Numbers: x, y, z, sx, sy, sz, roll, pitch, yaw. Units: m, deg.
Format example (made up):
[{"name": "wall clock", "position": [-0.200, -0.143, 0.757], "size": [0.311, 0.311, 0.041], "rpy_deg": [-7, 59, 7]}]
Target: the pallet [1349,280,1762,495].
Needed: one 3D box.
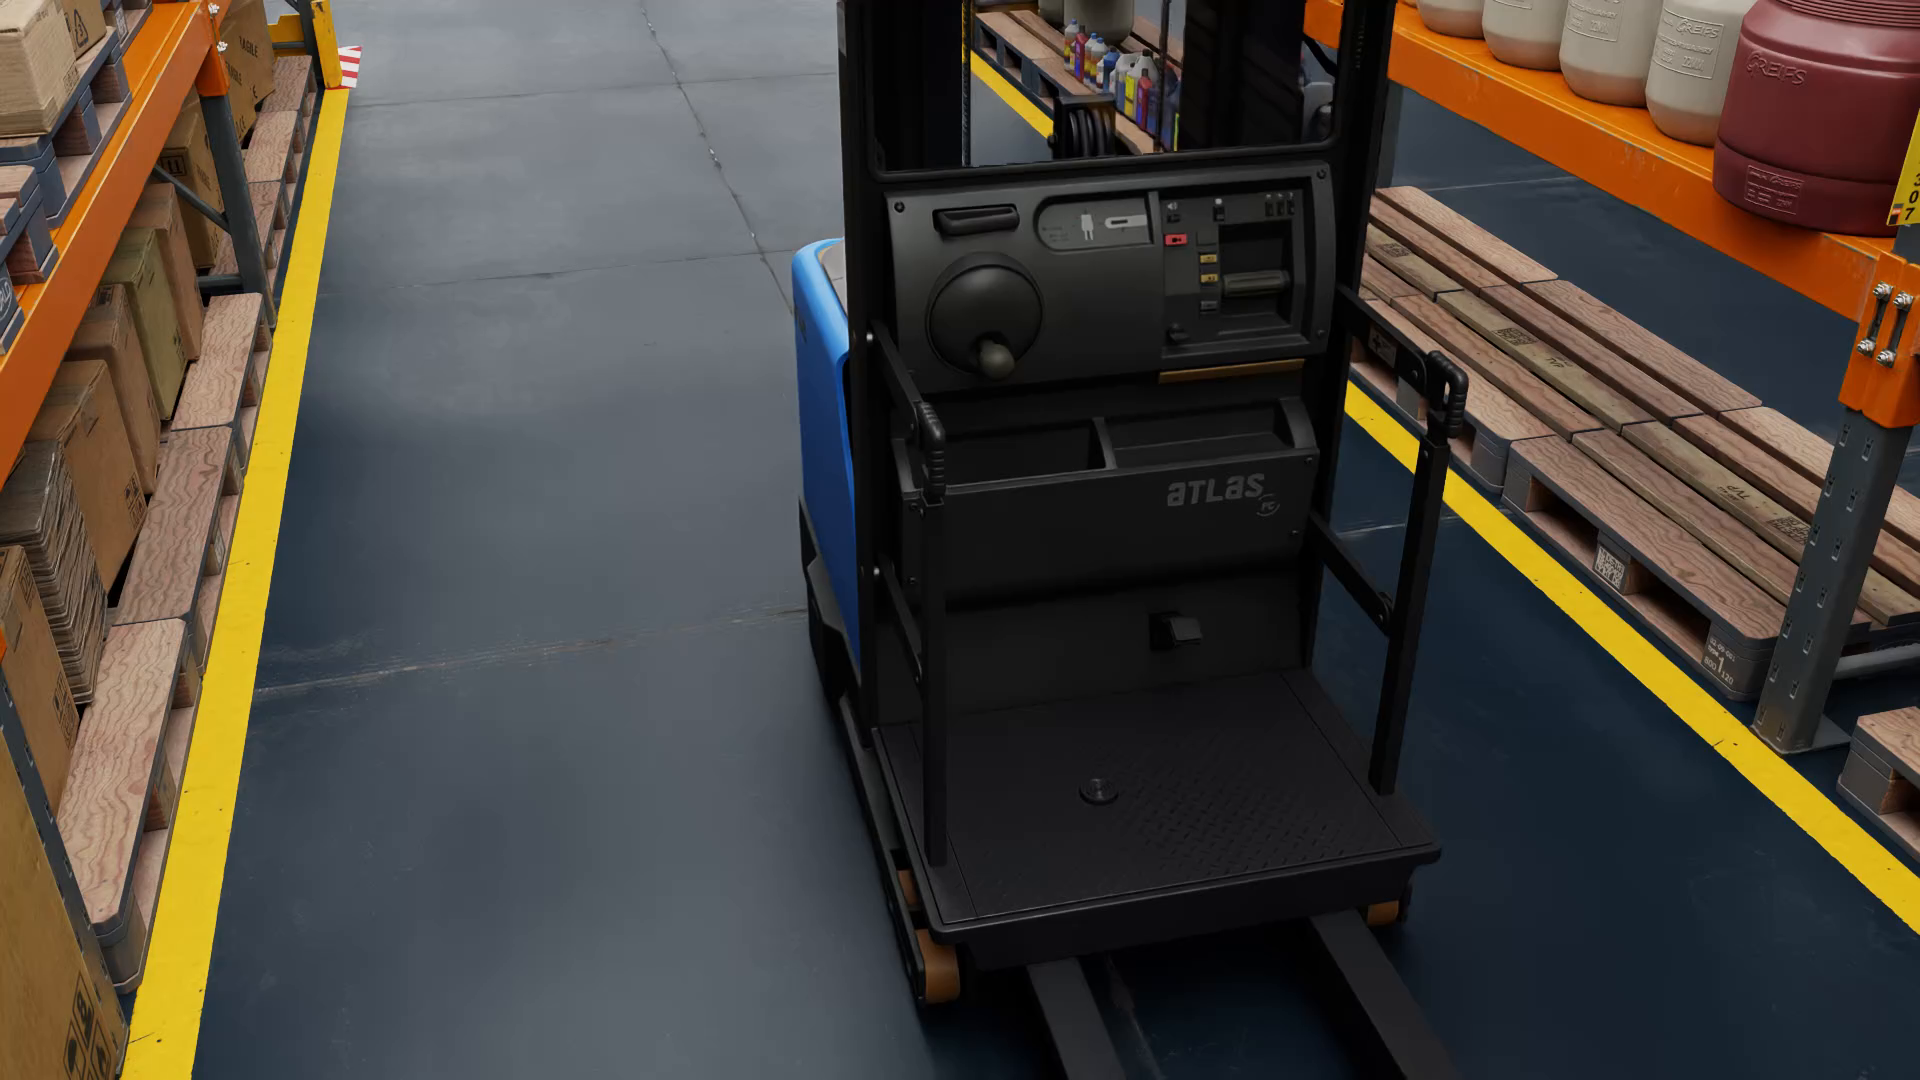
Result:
[{"name": "pallet", "position": [2.089, -0.592, 6.063], "size": [1.003, 0.211, 1.213], "rpy_deg": [-8, 31, -13]}]

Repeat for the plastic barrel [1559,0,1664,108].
[{"name": "plastic barrel", "position": [1.987, -1.552, 4.826], "size": [0.421, 0.512, 0.421], "rpy_deg": [0, 30, 0]}]

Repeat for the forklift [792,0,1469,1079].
[{"name": "forklift", "position": [0.368, -0.492, 3.174], "size": [1.130, 2.935, 3.031], "rpy_deg": [-7, 31, -12]}]

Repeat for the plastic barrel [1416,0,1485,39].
[{"name": "plastic barrel", "position": [1.753, -1.977, 5.536], "size": [0.433, 0.535, 0.433], "rpy_deg": [0, 30, 0]}]

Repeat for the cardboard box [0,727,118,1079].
[{"name": "cardboard box", "position": [-2.035, 0.901, 2.402], "size": [1.225, 0.875, 0.875], "rpy_deg": [-9, 31, -16]}]

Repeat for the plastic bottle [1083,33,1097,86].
[{"name": "plastic bottle", "position": [0.726, -2.623, 9.071], "size": [0.097, 0.271, 0.097], "rpy_deg": [0, 30, 0]}]

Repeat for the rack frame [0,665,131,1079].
[{"name": "rack frame", "position": [-2.198, -0.173, 2.555], "size": [1.000, 3.000, 0.127], "rpy_deg": [-8, 31, -13]}]

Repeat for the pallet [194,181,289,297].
[{"name": "pallet", "position": [-3.472, -1.218, 7.144], "size": [1.003, 0.211, 1.213], "rpy_deg": [-8, 31, -13]}]

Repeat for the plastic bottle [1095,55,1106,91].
[{"name": "plastic bottle", "position": [0.779, -2.496, 8.923], "size": [0.097, 0.201, 0.097], "rpy_deg": [0, 30, 0]}]

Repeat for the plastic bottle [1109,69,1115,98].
[{"name": "plastic bottle", "position": [0.833, -2.397, 8.751], "size": [0.097, 0.201, 0.097], "rpy_deg": [0, 30, 0]}]

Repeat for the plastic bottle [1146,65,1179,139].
[{"name": "plastic bottle", "position": [1.016, -2.173, 8.215], "size": [0.144, 0.351, 0.185], "rpy_deg": [-9, 31, -16]}]

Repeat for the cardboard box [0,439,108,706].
[{"name": "cardboard box", "position": [-2.555, 0.131, 4.086], "size": [0.700, 0.500, 0.500], "rpy_deg": [-10, 32, -17]}]

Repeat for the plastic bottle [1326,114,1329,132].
[{"name": "plastic bottle", "position": [1.827, -2.004, 8.073], "size": [0.097, 0.201, 0.097], "rpy_deg": [0, 30, 0]}]

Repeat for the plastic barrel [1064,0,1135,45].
[{"name": "plastic barrel", "position": [0.835, -3.251, 9.937], "size": [0.421, 0.512, 0.421], "rpy_deg": [0, 30, 0]}]

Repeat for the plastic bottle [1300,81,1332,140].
[{"name": "plastic bottle", "position": [1.742, -2.140, 8.233], "size": [0.152, 0.276, 0.135], "rpy_deg": [-7, 31, -11]}]

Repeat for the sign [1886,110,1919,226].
[{"name": "sign", "position": [2.049, -0.826, 3.520], "size": [0.100, 0.325, 0.005], "rpy_deg": [-8, 31, -13]}]

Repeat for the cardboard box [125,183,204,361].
[{"name": "cardboard box", "position": [-3.117, -0.914, 5.892], "size": [0.700, 0.500, 0.500], "rpy_deg": [-10, 32, -17]}]

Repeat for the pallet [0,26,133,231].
[{"name": "pallet", "position": [-2.763, -1.041, 4.246], "size": [1.003, 0.211, 1.213], "rpy_deg": [-8, 31, -13]}]

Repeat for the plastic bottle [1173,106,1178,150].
[{"name": "plastic bottle", "position": [1.070, -1.967, 7.927], "size": [0.061, 0.283, 0.133], "rpy_deg": [-6, 31, -11]}]

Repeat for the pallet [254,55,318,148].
[{"name": "pallet", "position": [-4.120, -2.397, 9.180], "size": [1.003, 0.211, 1.213], "rpy_deg": [-8, 31, -13]}]

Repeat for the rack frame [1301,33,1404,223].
[{"name": "rack frame", "position": [1.516, -2.764, 7.031], "size": [1.000, 3.000, 0.127], "rpy_deg": [-8, 31, -13]}]

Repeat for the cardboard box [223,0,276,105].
[{"name": "cardboard box", "position": [-3.980, -2.549, 8.736], "size": [0.500, 0.500, 0.500], "rpy_deg": [0, 30, 0]}]

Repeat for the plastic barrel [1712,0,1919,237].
[{"name": "plastic barrel", "position": [2.162, -1.075, 3.976], "size": [0.600, 0.536, 0.708], "rpy_deg": [-8, 31, -13]}]

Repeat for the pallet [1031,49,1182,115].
[{"name": "pallet", "position": [1.050, -2.477, 9.319], "size": [1.003, 0.211, 1.213], "rpy_deg": [-8, 31, -13]}]

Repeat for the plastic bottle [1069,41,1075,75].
[{"name": "plastic bottle", "position": [0.662, -2.708, 9.288], "size": [0.097, 0.201, 0.097], "rpy_deg": [0, 30, 0]}]

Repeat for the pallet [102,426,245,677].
[{"name": "pallet", "position": [-2.724, 0.068, 4.922], "size": [1.003, 0.211, 1.213], "rpy_deg": [-8, 31, -13]}]

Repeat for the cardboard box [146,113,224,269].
[{"name": "cardboard box", "position": [-3.327, -1.404, 6.757], "size": [0.500, 0.500, 0.500], "rpy_deg": [-9, 31, -15]}]

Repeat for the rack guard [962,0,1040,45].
[{"name": "rack guard", "position": [0.519, -3.583, 10.942], "size": [1.175, 0.500, 0.348], "rpy_deg": [-8, 31, -13]}]

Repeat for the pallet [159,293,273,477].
[{"name": "pallet", "position": [-3.052, -0.523, 5.942], "size": [1.003, 0.211, 1.213], "rpy_deg": [-8, 31, -13]}]

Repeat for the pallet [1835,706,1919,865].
[{"name": "pallet", "position": [2.827, 0.750, 3.743], "size": [1.003, 0.211, 1.213], "rpy_deg": [-8, 31, -13]}]

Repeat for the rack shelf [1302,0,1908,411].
[{"name": "rack shelf", "position": [2.047, -1.487, 5.542], "size": [1.077, 0.370, 4.000], "rpy_deg": [-8, 31, -13]}]

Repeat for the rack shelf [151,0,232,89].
[{"name": "rack shelf", "position": [-3.790, -2.760, 7.742], "size": [1.077, 0.370, 4.000], "rpy_deg": [-8, 31, -13]}]

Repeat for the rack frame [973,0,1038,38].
[{"name": "rack frame", "position": [0.454, -4.696, 10.368], "size": [1.000, 3.000, 0.127], "rpy_deg": [-8, 31, -13]}]

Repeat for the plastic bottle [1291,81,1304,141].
[{"name": "plastic bottle", "position": [1.639, -2.129, 8.206], "size": [0.061, 0.283, 0.133], "rpy_deg": [-8, 31, -13]}]

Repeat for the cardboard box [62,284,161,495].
[{"name": "cardboard box", "position": [-2.860, -0.411, 5.023], "size": [0.700, 0.500, 0.500], "rpy_deg": [-11, 32, -18]}]

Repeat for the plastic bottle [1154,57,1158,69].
[{"name": "plastic bottle", "position": [1.022, -2.326, 8.547], "size": [0.061, 0.283, 0.133], "rpy_deg": [-8, 31, -13]}]

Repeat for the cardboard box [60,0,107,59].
[{"name": "cardboard box", "position": [-2.710, -1.507, 4.337], "size": [0.797, 0.503, 0.637], "rpy_deg": [-5, 30, -8]}]

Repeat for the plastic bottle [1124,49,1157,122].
[{"name": "plastic bottle", "position": [0.930, -2.329, 8.485], "size": [0.144, 0.351, 0.185], "rpy_deg": [-8, 31, -14]}]
